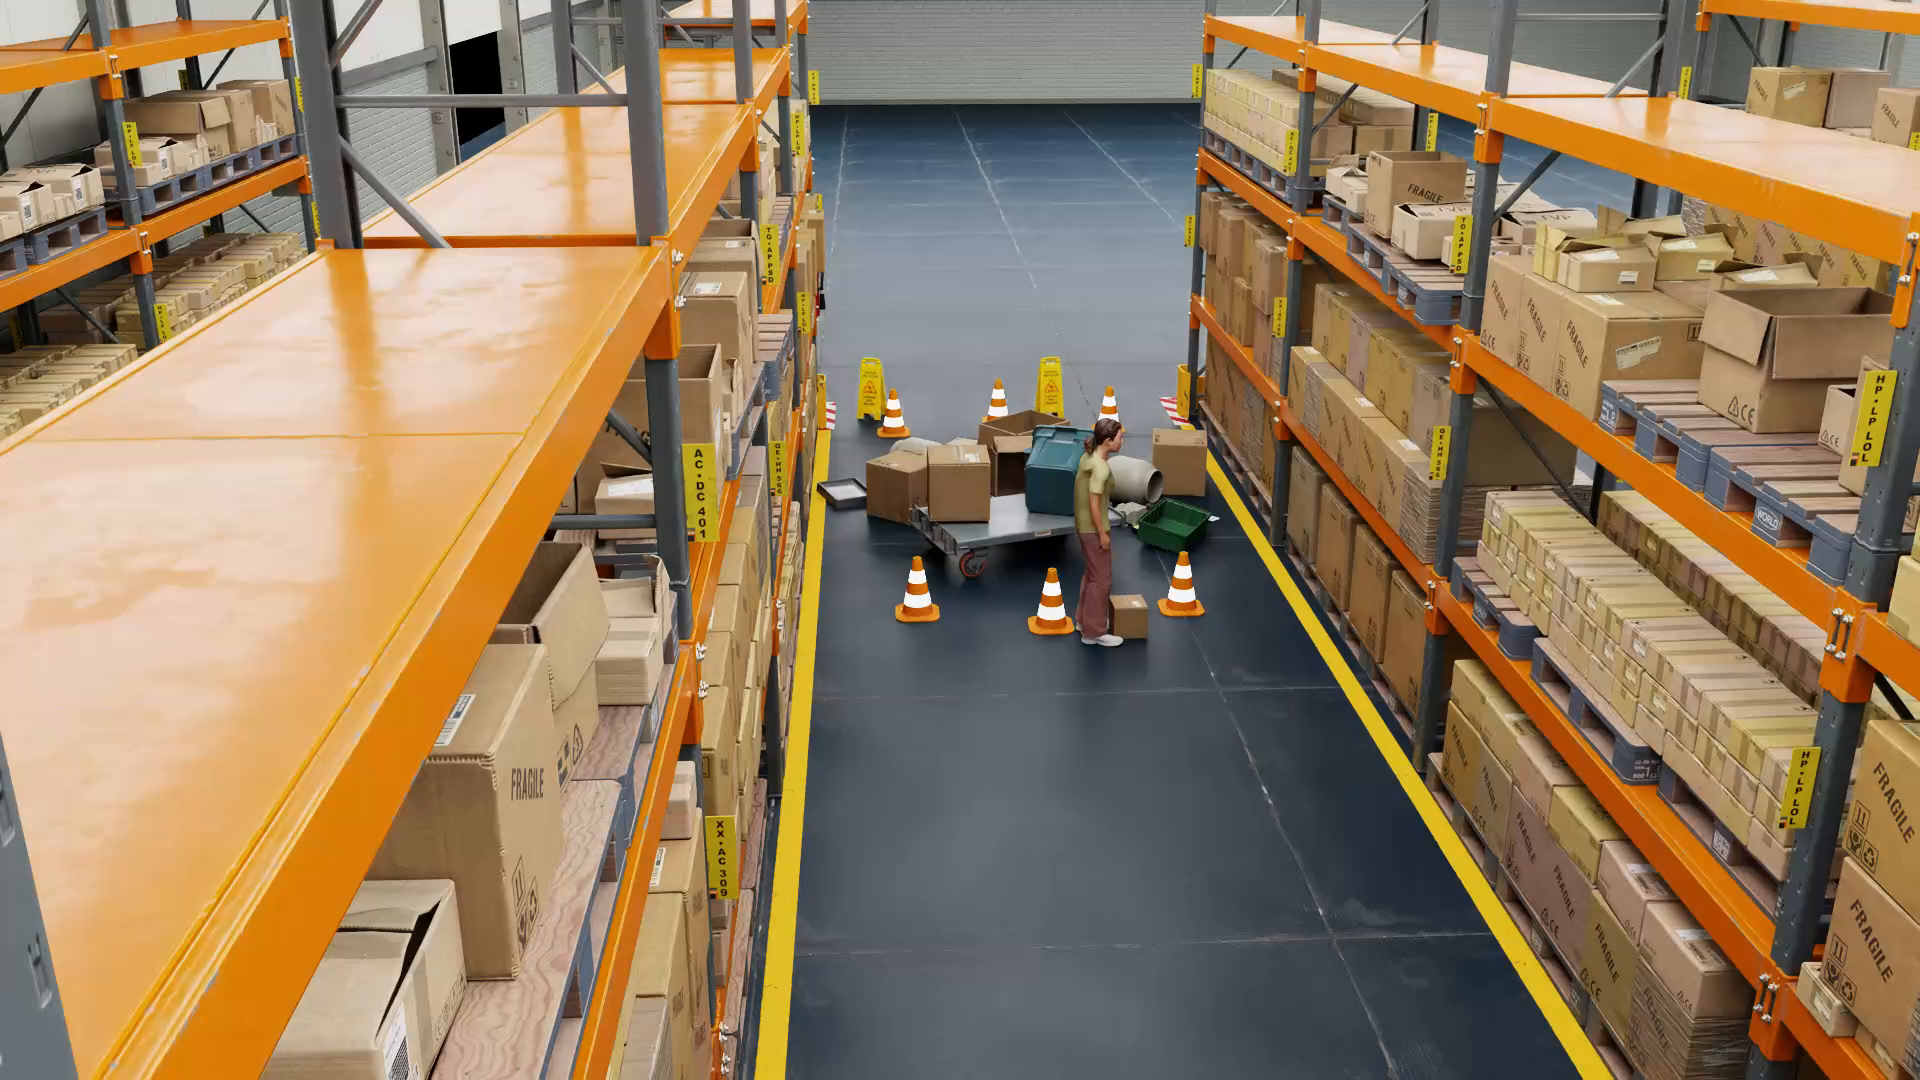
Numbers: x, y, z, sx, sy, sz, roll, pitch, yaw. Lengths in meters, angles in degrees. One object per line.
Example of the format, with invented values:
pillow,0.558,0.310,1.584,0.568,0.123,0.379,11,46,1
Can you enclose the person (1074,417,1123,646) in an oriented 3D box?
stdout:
person,1.009,-0.070,12.121,0.360,1.652,0.499,-1,20,-3
